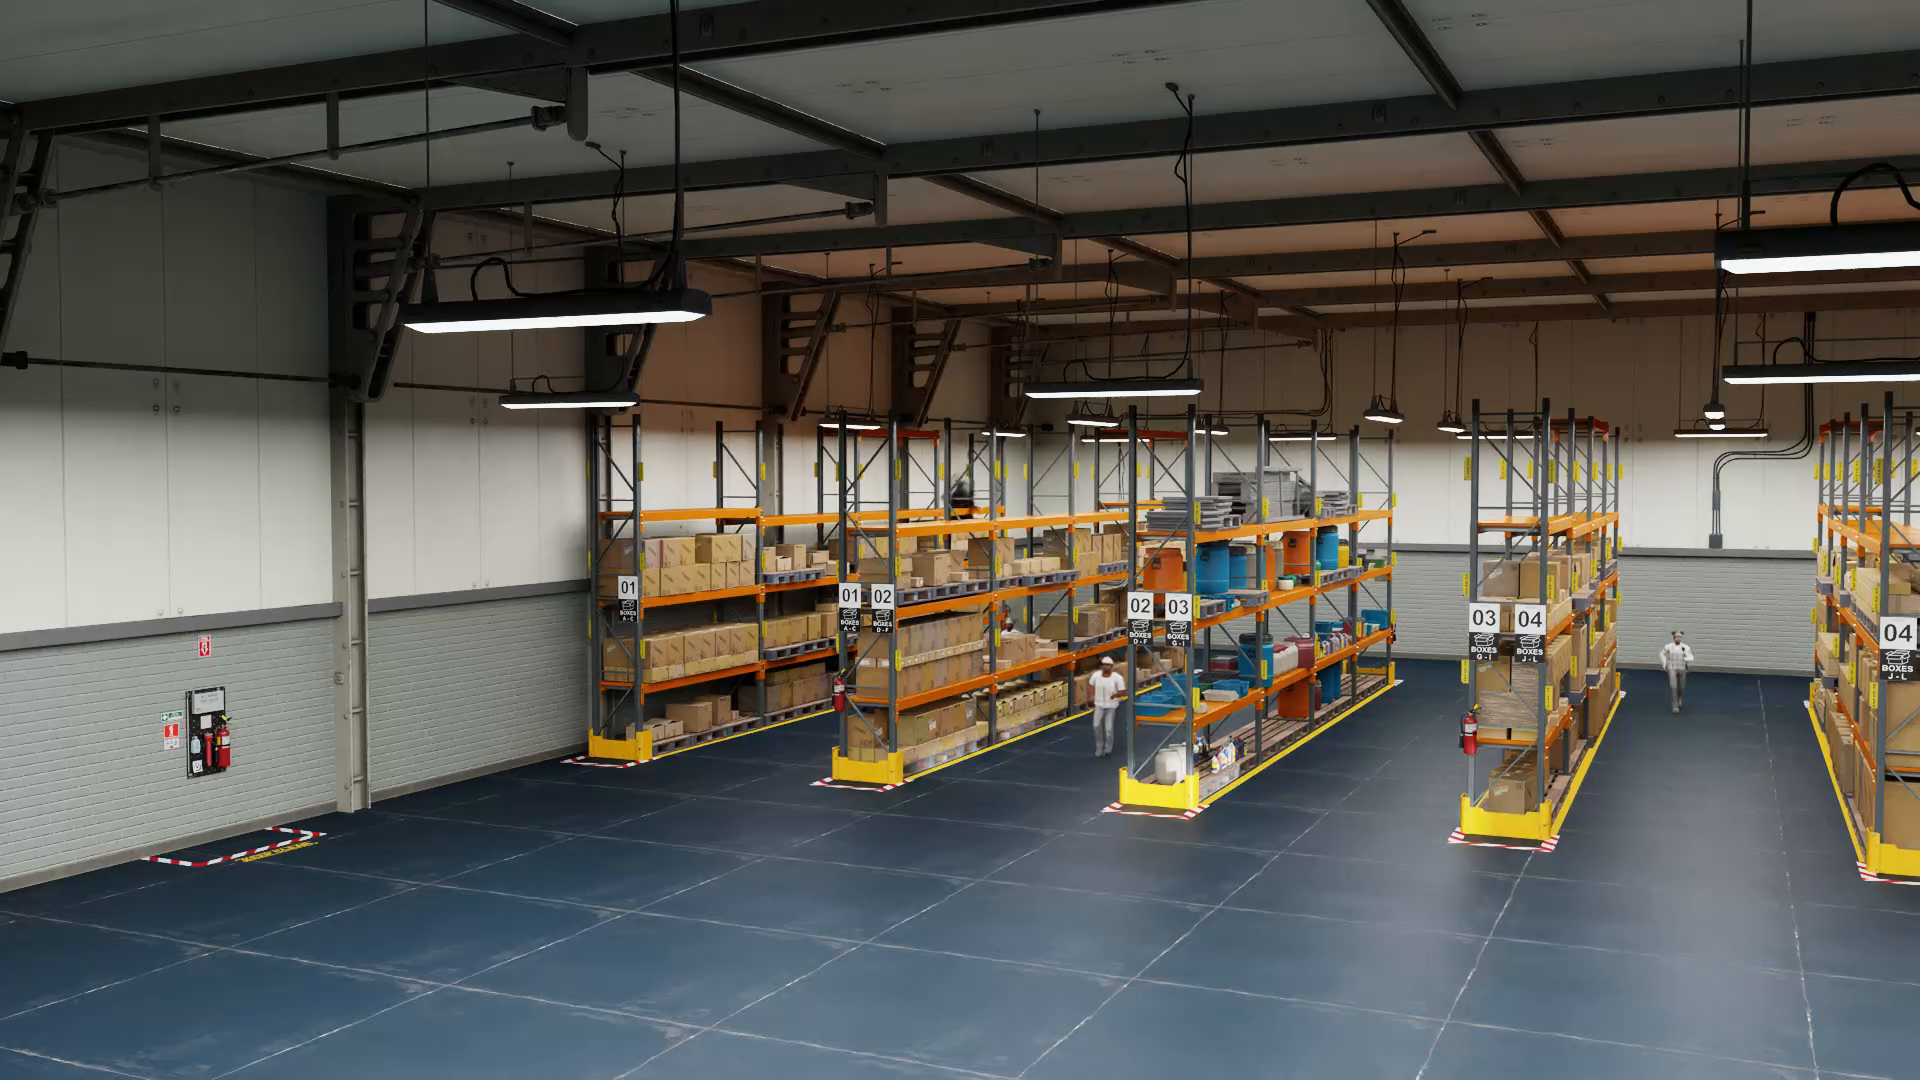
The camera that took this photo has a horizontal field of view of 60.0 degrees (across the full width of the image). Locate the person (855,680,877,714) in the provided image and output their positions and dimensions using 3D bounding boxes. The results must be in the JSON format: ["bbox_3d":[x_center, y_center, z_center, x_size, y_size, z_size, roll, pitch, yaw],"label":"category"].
[{"bbox_3d":[-1.679,2.923,31.086,0.604,1.603,0.601,1,2,16],"label":"person"}]

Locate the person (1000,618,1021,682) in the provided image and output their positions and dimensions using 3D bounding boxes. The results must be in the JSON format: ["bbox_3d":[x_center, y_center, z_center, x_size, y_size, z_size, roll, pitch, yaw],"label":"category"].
[{"bbox_3d":[1.106,2.562,36.688,0.590,1.710,0.920,1,3,24],"label":"person"}]

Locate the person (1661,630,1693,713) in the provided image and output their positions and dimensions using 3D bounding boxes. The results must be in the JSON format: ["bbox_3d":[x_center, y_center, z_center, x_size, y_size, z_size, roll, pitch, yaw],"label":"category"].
[{"bbox_3d":[14.952,2.712,34.670,0.616,1.676,0.937,1,2,18],"label":"person"}]

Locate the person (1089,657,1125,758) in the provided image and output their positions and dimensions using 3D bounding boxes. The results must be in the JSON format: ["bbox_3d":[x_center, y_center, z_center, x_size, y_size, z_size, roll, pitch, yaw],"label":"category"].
[{"bbox_3d":[2.548,2.931,29.128,0.673,1.777,0.709,1,2,14],"label":"person"}]
